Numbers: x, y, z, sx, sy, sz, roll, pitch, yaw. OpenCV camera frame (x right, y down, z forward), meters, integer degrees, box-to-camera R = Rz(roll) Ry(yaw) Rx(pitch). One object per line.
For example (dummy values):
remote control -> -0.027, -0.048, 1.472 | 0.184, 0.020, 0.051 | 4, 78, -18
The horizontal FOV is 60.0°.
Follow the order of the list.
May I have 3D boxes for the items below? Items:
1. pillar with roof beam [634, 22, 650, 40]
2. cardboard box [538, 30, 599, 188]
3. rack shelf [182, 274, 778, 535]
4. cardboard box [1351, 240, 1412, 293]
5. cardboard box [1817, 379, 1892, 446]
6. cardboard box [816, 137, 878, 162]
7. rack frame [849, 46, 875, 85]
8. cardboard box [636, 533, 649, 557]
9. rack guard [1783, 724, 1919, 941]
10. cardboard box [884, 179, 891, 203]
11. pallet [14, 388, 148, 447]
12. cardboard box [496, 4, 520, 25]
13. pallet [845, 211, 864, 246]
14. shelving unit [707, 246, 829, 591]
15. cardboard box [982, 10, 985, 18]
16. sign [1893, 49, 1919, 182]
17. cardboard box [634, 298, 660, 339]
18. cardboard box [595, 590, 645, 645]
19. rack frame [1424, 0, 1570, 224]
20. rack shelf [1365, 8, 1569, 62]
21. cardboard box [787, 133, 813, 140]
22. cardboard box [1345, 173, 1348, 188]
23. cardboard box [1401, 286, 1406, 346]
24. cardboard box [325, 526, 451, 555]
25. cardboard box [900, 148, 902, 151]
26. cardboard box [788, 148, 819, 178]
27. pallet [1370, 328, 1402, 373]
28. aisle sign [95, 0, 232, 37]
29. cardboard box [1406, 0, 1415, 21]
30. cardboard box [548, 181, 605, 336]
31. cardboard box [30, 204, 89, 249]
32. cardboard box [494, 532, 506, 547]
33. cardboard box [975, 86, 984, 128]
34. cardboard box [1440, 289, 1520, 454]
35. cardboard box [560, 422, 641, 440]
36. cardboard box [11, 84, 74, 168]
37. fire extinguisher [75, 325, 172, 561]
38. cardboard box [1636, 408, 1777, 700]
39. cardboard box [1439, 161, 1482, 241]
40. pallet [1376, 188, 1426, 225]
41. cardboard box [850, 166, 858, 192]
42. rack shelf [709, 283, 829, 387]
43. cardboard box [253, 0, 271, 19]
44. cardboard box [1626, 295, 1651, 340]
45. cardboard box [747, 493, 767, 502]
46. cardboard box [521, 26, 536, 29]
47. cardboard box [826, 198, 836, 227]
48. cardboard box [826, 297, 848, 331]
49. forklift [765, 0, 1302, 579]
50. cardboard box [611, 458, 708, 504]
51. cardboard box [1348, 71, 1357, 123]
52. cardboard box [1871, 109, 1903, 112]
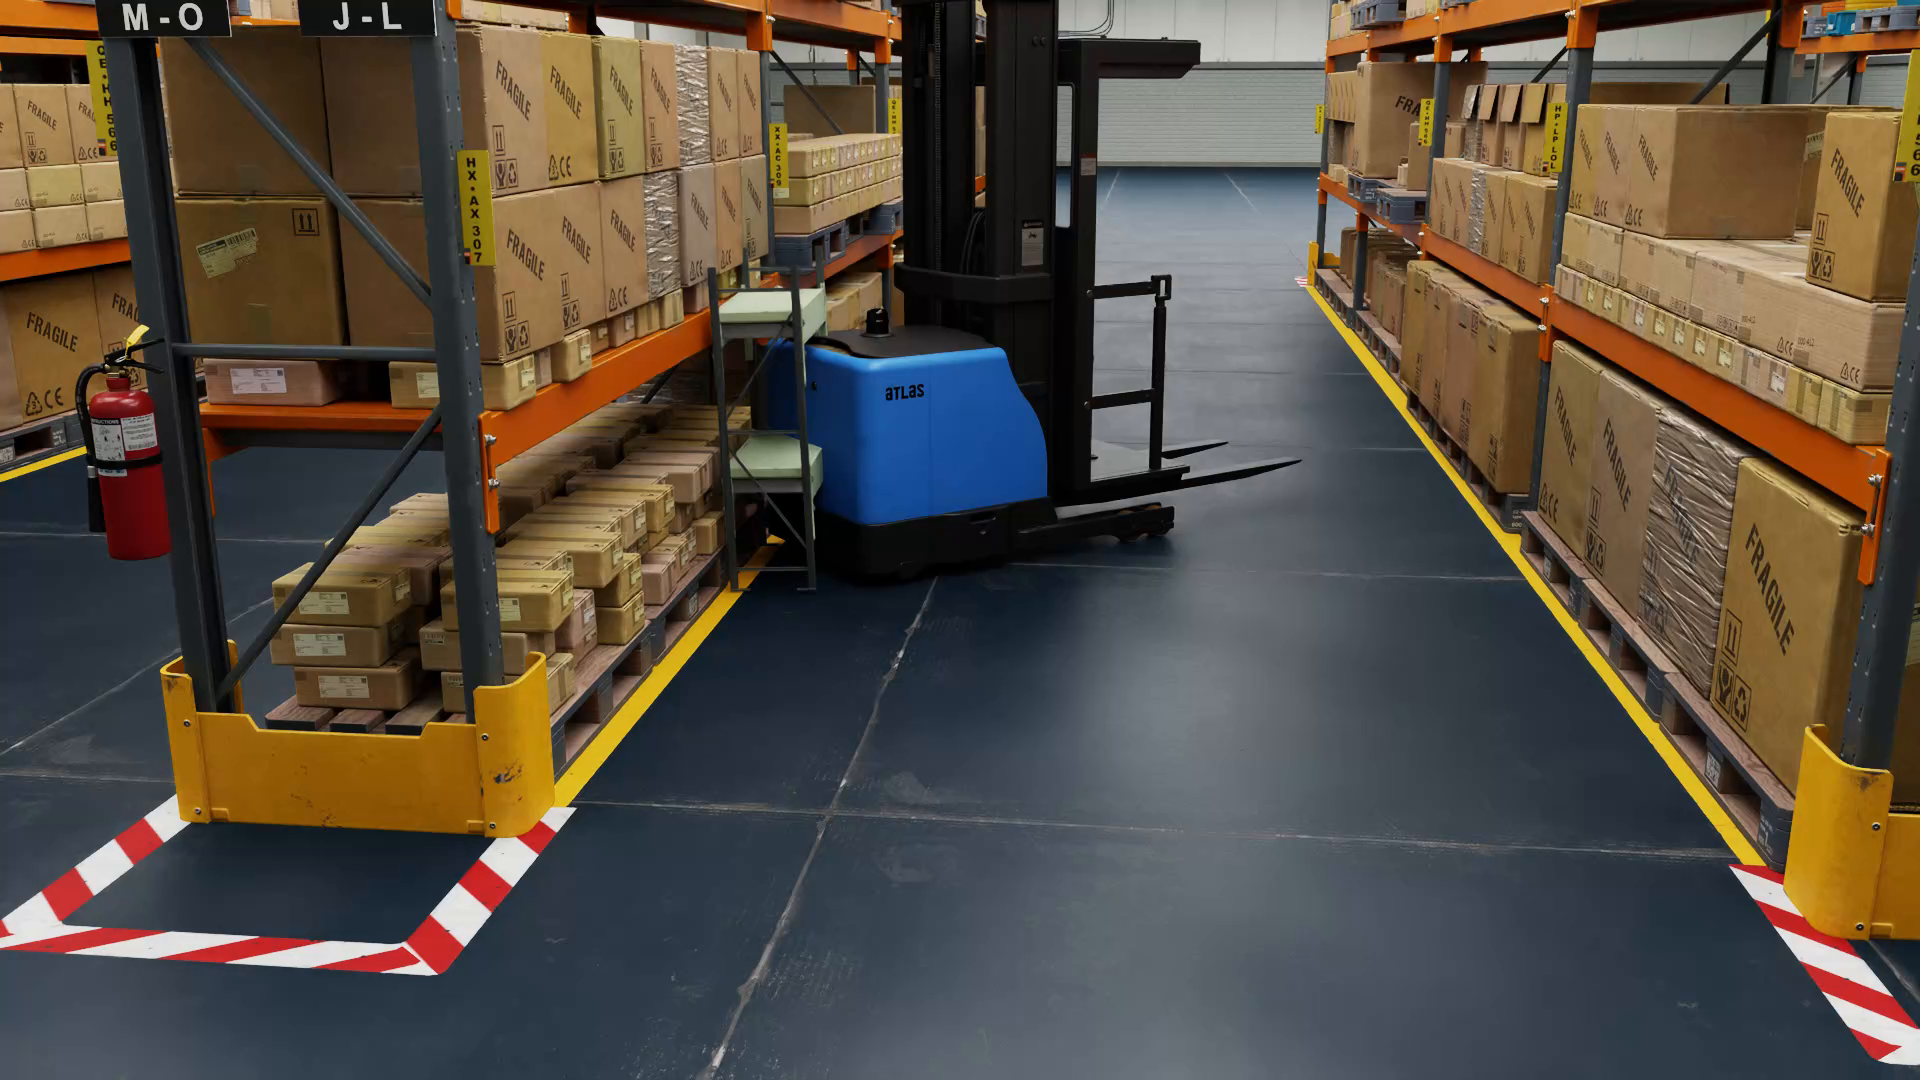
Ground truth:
pillar with roof beam -> -3.981, -13.809, 42.489 | 9.100, 9.000, 0.400 | 2, 15, 6
cardboard box -> -1.571, -1.468, 5.669 | 0.500, 0.500, 0.500 | 2, 15, 8
rack shelf -> -1.710, -0.726, 6.977 | 1.077, 0.370, 4.000 | 2, 15, 6
cardboard box -> 4.469, -2.905, 17.643 | 0.500, 0.500, 0.500 | 0, 15, 1
cardboard box -> 2.694, -0.363, 4.738 | 0.380, 0.149, 0.250 | 2, 15, 7
cardboard box -> -0.752, -2.592, 11.039 | 0.380, 0.149, 0.250 | 2, 15, 6
rack frame -> -0.582, -3.666, 16.475 | 1.000, 3.000, 0.127 | 2, 15, 6
cardboard box -> -1.533, 0.005, 6.983 | 0.380, 0.149, 0.250 | 2, 15, 9
rack guard -> 2.979, 0.831, 4.631 | 1.175, 0.500, 0.348 | 2, 15, 6
cardboard box -> -0.690, -2.438, 11.608 | 0.380, 0.149, 0.250 | 2, 15, 7
pallet -> -6.267, -0.885, 11.530 | 1.003, 0.211, 1.213 | 2, 15, 6
cardboard box -> -5.071, -5.675, 17.873 | 0.500, 0.250, 0.500 | 2, 15, 7
pallet -> -1.216, -2.022, 10.760 | 1.003, 0.211, 1.213 | 2, 15, 6
shelving unit -> -0.865, -0.589, 7.877 | 0.431, 1.500, 0.755 | -1, 17, 4
cardboard box -> 0.082, -5.988, 18.799 | 0.380, 0.149, 0.250 | 2, 15, 7
sign -> 2.444, -1.075, 4.218 | 0.100, 0.325, 0.005 | 2, 15, 6
cardboard box -> -1.448, -0.913, 6.774 | 0.380, 0.149, 0.250 | 2, 15, 8
cardboard box -> -1.451, 0.295, 6.482 | 0.380, 0.149, 0.250 | 2, 15, 7
rack frame -> 3.884, -2.457, 12.001 | 1.000, 3.000, 0.127 | 2, 15, 6
rack shelf -> 4.110, -4.076, 13.622 | 1.077, 0.370, 4.000 | 2, 15, 6
cardboard box -> -1.278, -2.882, 12.112 | 0.380, 0.149, 0.250 | 2, 15, 6
cardboard box -> 4.111, -3.633, 16.833 | 0.380, 0.149, 0.250 | 2, 15, 6
cardboard box -> 3.990, -1.781, 13.448 | 0.700, 0.500, 0.500 | 0, 15, 2
cardboard box -> -2.139, 0.053, 6.237 | 0.380, 0.149, 0.250 | 1, 15, 5
cardboard box -> -0.659, -2.918, 13.514 | 0.500, 0.500, 0.500 | 2, 15, 6
cardboard box -> -0.983, -2.049, 9.030 | 0.380, 0.149, 0.250 | 2, 15, 9
pallet -> 4.114, -1.629, 14.281 | 1.003, 0.211, 1.213 | 2, 15, 6
aisle sign -> -2.242, -1.799, 4.588 | 0.394, 0.787, 0.004 | 2, 15, 6
cardboard box -> 3.796, -4.222, 13.070 | 0.500, 0.250, 0.500 | 2, 15, 8
cardboard box -> -1.575, -0.994, 5.830 | 0.500, 0.500, 0.500 | 2, 15, 6
cardboard box -> -5.972, -2.012, 10.643 | 0.500, 0.250, 0.500 | 2, 15, 6
cardboard box -> -2.057, 0.061, 6.777 | 0.380, 0.149, 0.250 | 2, 15, 7
cardboard box -> -0.181, -5.057, 19.262 | 0.875, 0.550, 0.550 | 2, 15, 6
cardboard box -> 3.585, -0.995, 9.860 | 1.225, 0.875, 0.875 | 1, 15, 4
cardboard box -> -1.798, -0.485, 8.228 | 0.380, 0.149, 0.250 | 1, 15, 5
cardboard box -> -5.990, -2.611, 10.463 | 0.500, 0.500, 0.500 | 1, 15, 5
fire extinguisher -> -2.423, -0.285, 4.832 | 0.296, 0.674, 0.183 | 2, 15, 6
cardboard box -> 3.077, 0.037, 6.046 | 0.875, 0.875, 0.875 | 2, 15, 6
cardboard box -> 3.503, -2.253, 11.056 | 0.500, 0.500, 0.500 | 1, 15, 5
pallet -> 3.859, -2.552, 12.721 | 1.213, 0.211, 1.003 | 2, 15, 6
cardboard box -> -0.840, -2.246, 10.327 | 0.380, 0.149, 0.250 | 1, 15, 5
rack shelf -> -0.877, -0.963, 7.766 | 0.431, 0.370, 0.720 | -1, 17, 4
cardboard box -> -5.729, -4.275, 13.235 | 0.396, 0.266, 0.258 | 2, 15, 6
cardboard box -> 2.923, -0.895, 6.706 | 0.380, 0.149, 0.250 | 2, 15, 7
cardboard box -> -1.190, -0.306, 8.706 | 0.380, 0.149, 0.250 | 2, 15, 7
cardboard box -> -4.951, -5.650, 18.544 | 0.380, 0.149, 0.250 | 2, 15, 6
cardboard box -> -0.925, -1.898, 9.613 | 0.380, 0.149, 0.250 | 2, 15, 7
cardboard box -> -1.019, -1.404, 10.655 | 0.500, 0.250, 0.500 | 2, 15, 8
forklift -> 0.520, -1.507, 8.621 | 3.031, 2.935, 1.130 | -10, 18, -33
cardboard box -> -1.340, -0.265, 7.413 | 0.380, 0.149, 0.250 | 1, 15, 4
cardboard box -> 4.168, -4.423, 16.597 | 0.500, 0.500, 0.500 | 2, 15, 6
cardboard box -> 3.413, -1.196, 5.619 | 0.500, 0.500, 0.500 | 1, 15, 5
